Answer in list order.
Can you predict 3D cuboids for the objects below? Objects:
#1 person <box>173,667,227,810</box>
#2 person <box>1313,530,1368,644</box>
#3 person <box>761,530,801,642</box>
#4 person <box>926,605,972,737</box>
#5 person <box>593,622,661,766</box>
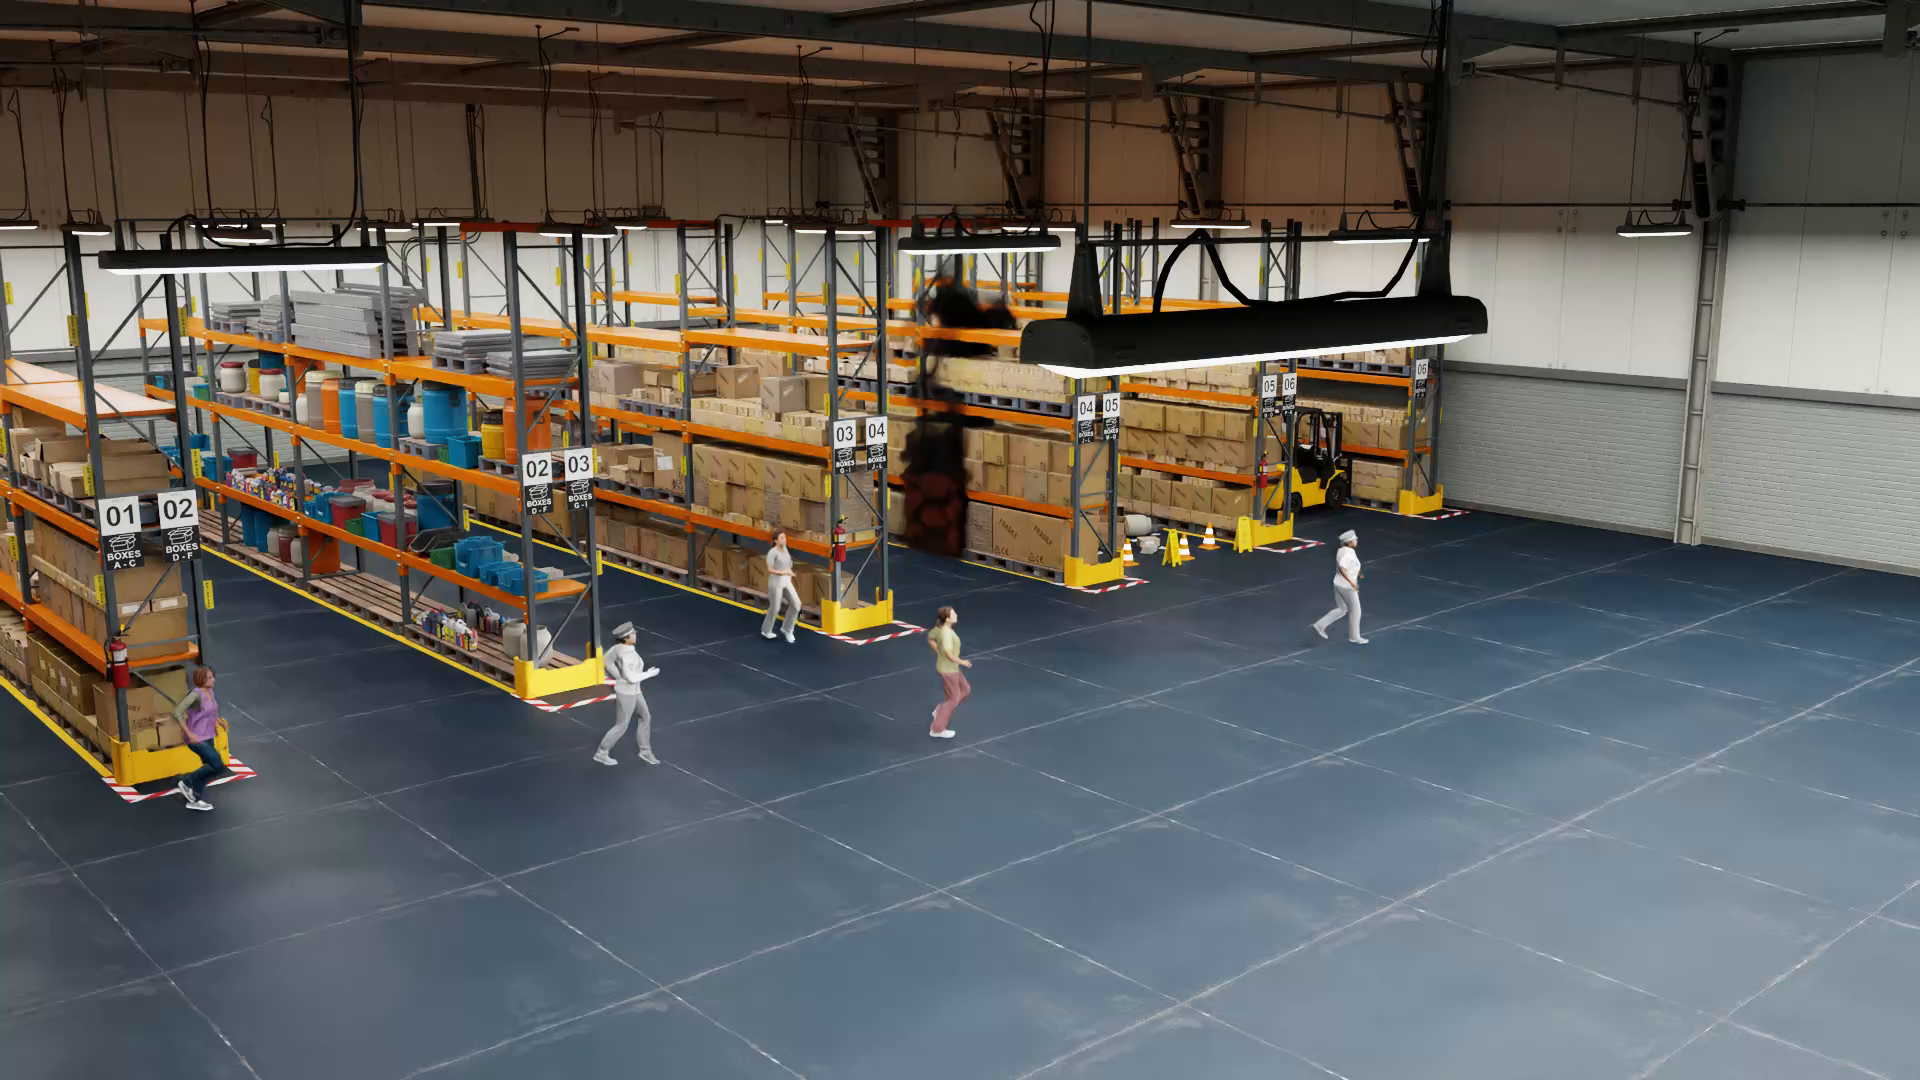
[{"bbox_3d":[-8.022,2.106,17.592,0.516,1.557,0.565,0,11,-1],"label":"person"},{"bbox_3d":[5.583,0.683,24.203,0.809,1.689,0.597,-1,11,-5],"label":"person"},{"bbox_3d":[-2.620,0.687,24.328,0.706,1.701,0.589,8,14,35],"label":"person"},{"bbox_3d":[-0.111,1.566,20.001,0.526,1.628,0.590,-3,12,-14],"label":"person"},{"bbox_3d":[-3.786,1.777,18.812,0.777,1.753,0.598,-3,12,-14],"label":"person"}]
